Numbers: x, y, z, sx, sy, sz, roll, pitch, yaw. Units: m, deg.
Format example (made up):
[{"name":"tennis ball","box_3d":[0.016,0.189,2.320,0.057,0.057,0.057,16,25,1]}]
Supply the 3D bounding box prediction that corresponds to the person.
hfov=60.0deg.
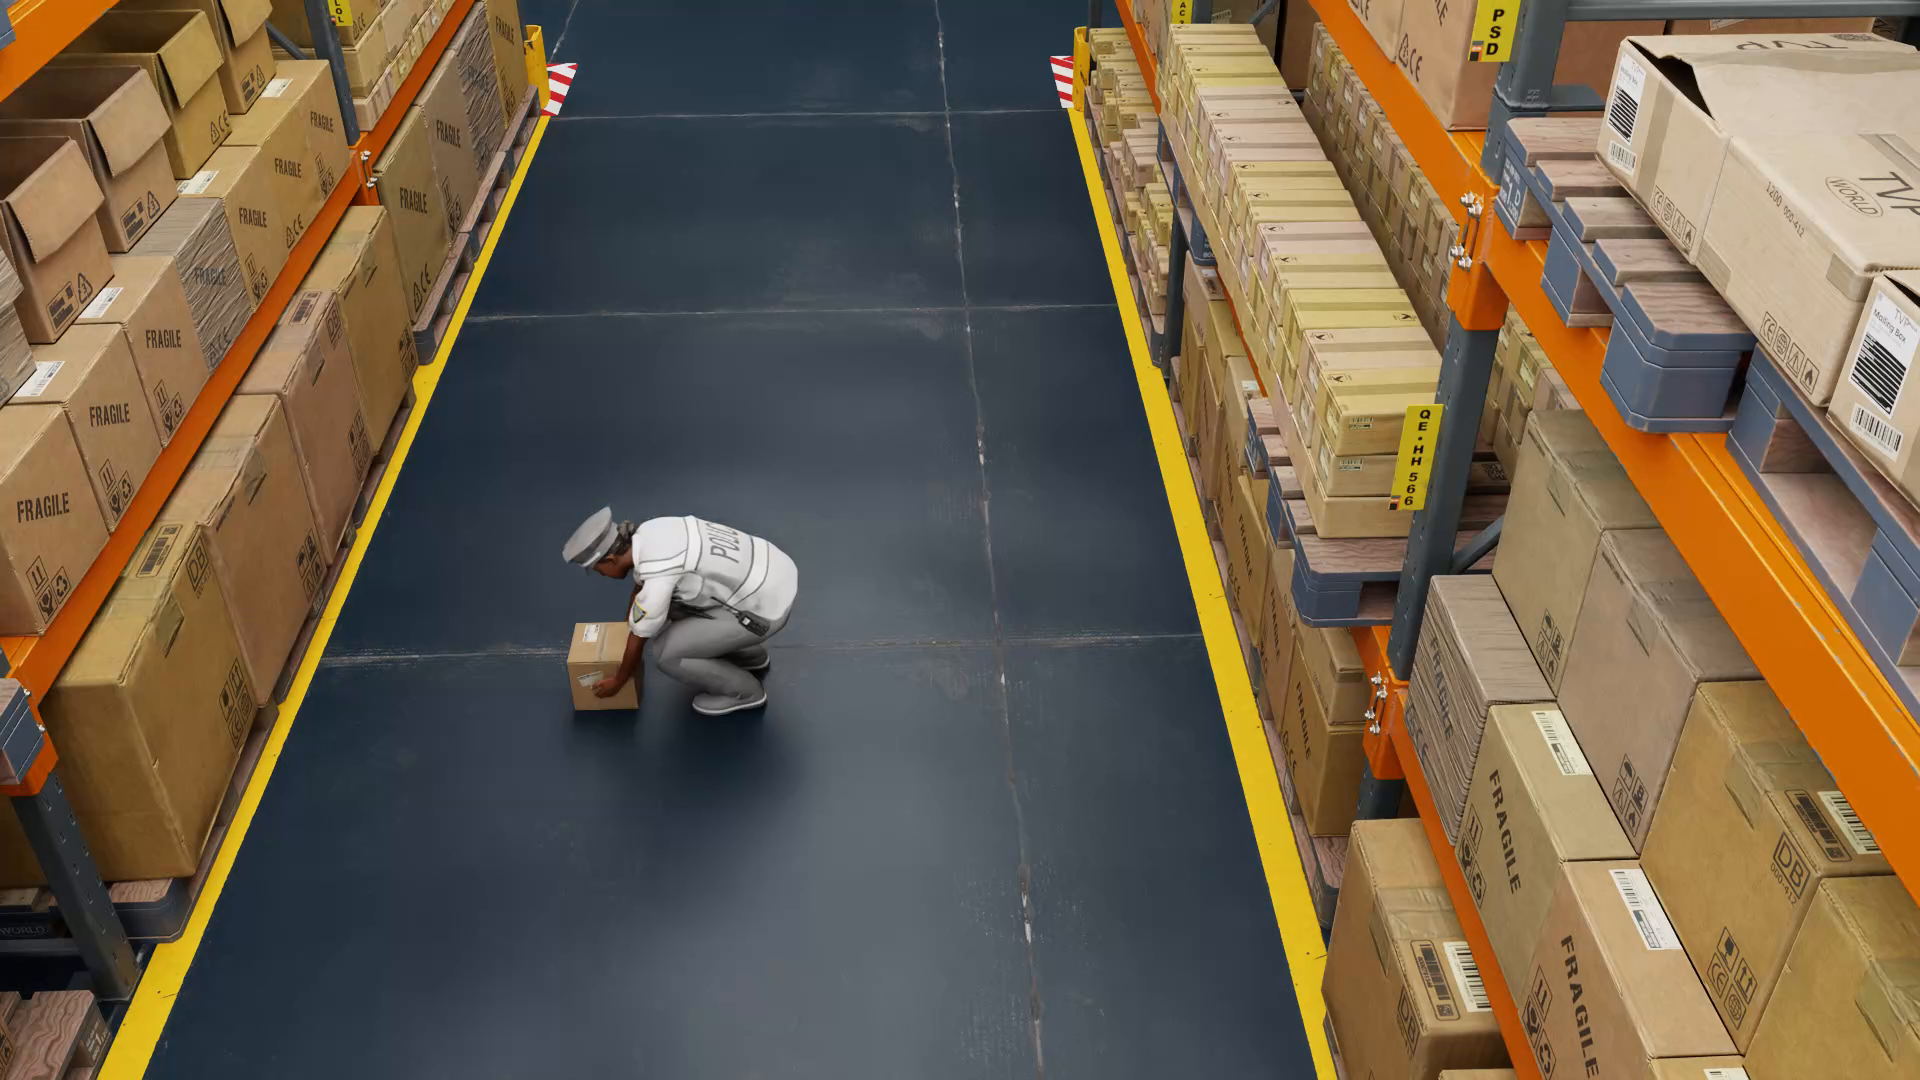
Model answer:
[{"name":"person","box_3d":[-1.063,0.242,6.473,0.866,0.899,0.481,-2,35,-2]}]
